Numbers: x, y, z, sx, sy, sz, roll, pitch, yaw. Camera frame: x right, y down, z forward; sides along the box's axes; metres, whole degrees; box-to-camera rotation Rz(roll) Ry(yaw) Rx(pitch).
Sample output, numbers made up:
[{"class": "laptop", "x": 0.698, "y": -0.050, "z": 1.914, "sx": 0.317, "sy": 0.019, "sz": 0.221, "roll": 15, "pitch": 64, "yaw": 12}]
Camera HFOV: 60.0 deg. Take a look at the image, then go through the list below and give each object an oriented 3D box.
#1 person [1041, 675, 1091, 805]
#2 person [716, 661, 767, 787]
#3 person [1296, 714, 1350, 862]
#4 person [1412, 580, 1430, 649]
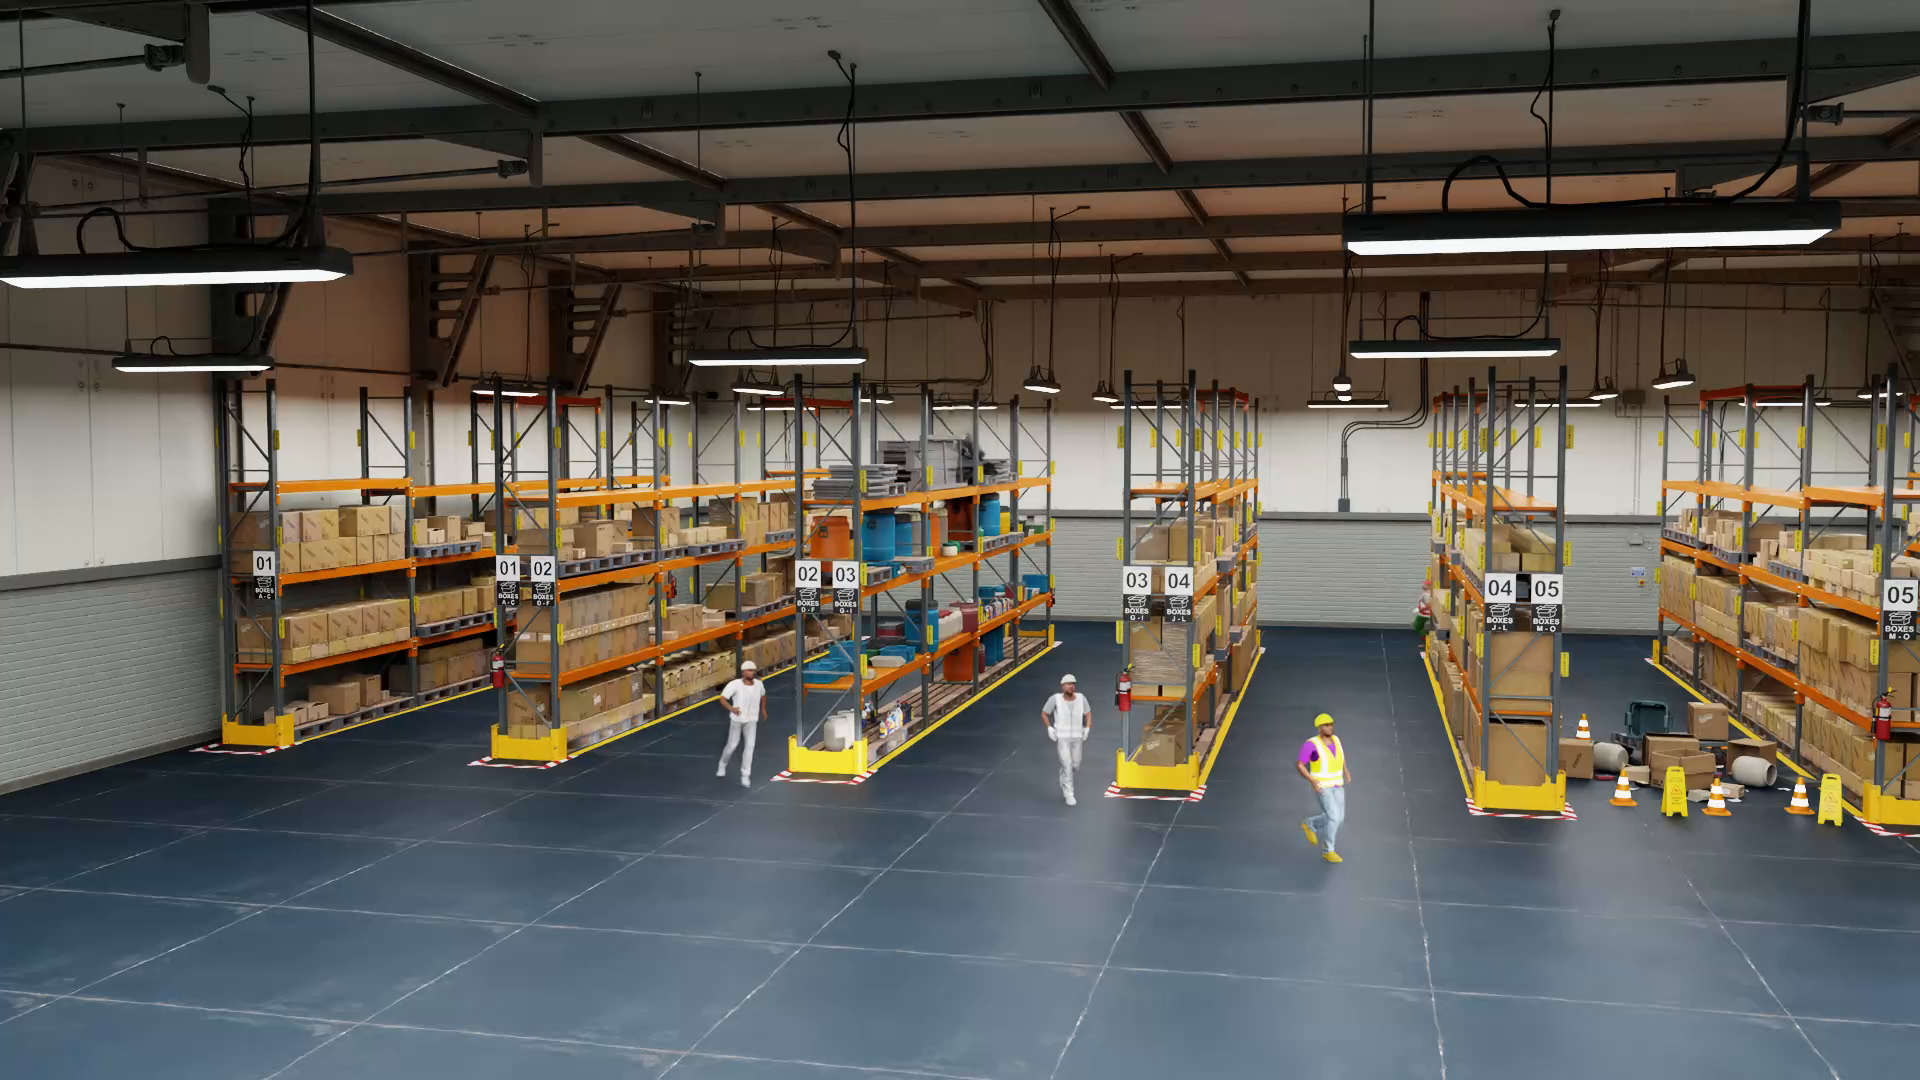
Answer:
[{"class": "person", "x": 1.498, "y": 2.748, "z": 23.163, "sx": 0.705, "sy": 1.765, "sz": 0.760, "roll": -1, "pitch": 4, "yaw": -15}, {"class": "person", "x": -3.145, "y": 2.658, "z": 24.383, "sx": 0.758, "sy": 1.766, "sz": 0.915, "roll": -1, "pitch": 4, "yaw": -24}, {"class": "person", "x": 4.361, "y": 2.946, "z": 19.957, "sx": 0.693, "sy": 1.744, "sz": 0.669, "roll": -2, "pitch": 4, "yaw": -33}, {"class": "person", "x": 11.034, "y": 1.769, "z": 39.691, "sx": 0.558, "sy": 1.688, "sz": 0.744, "roll": 2, "pitch": 4, "yaw": 31}]
